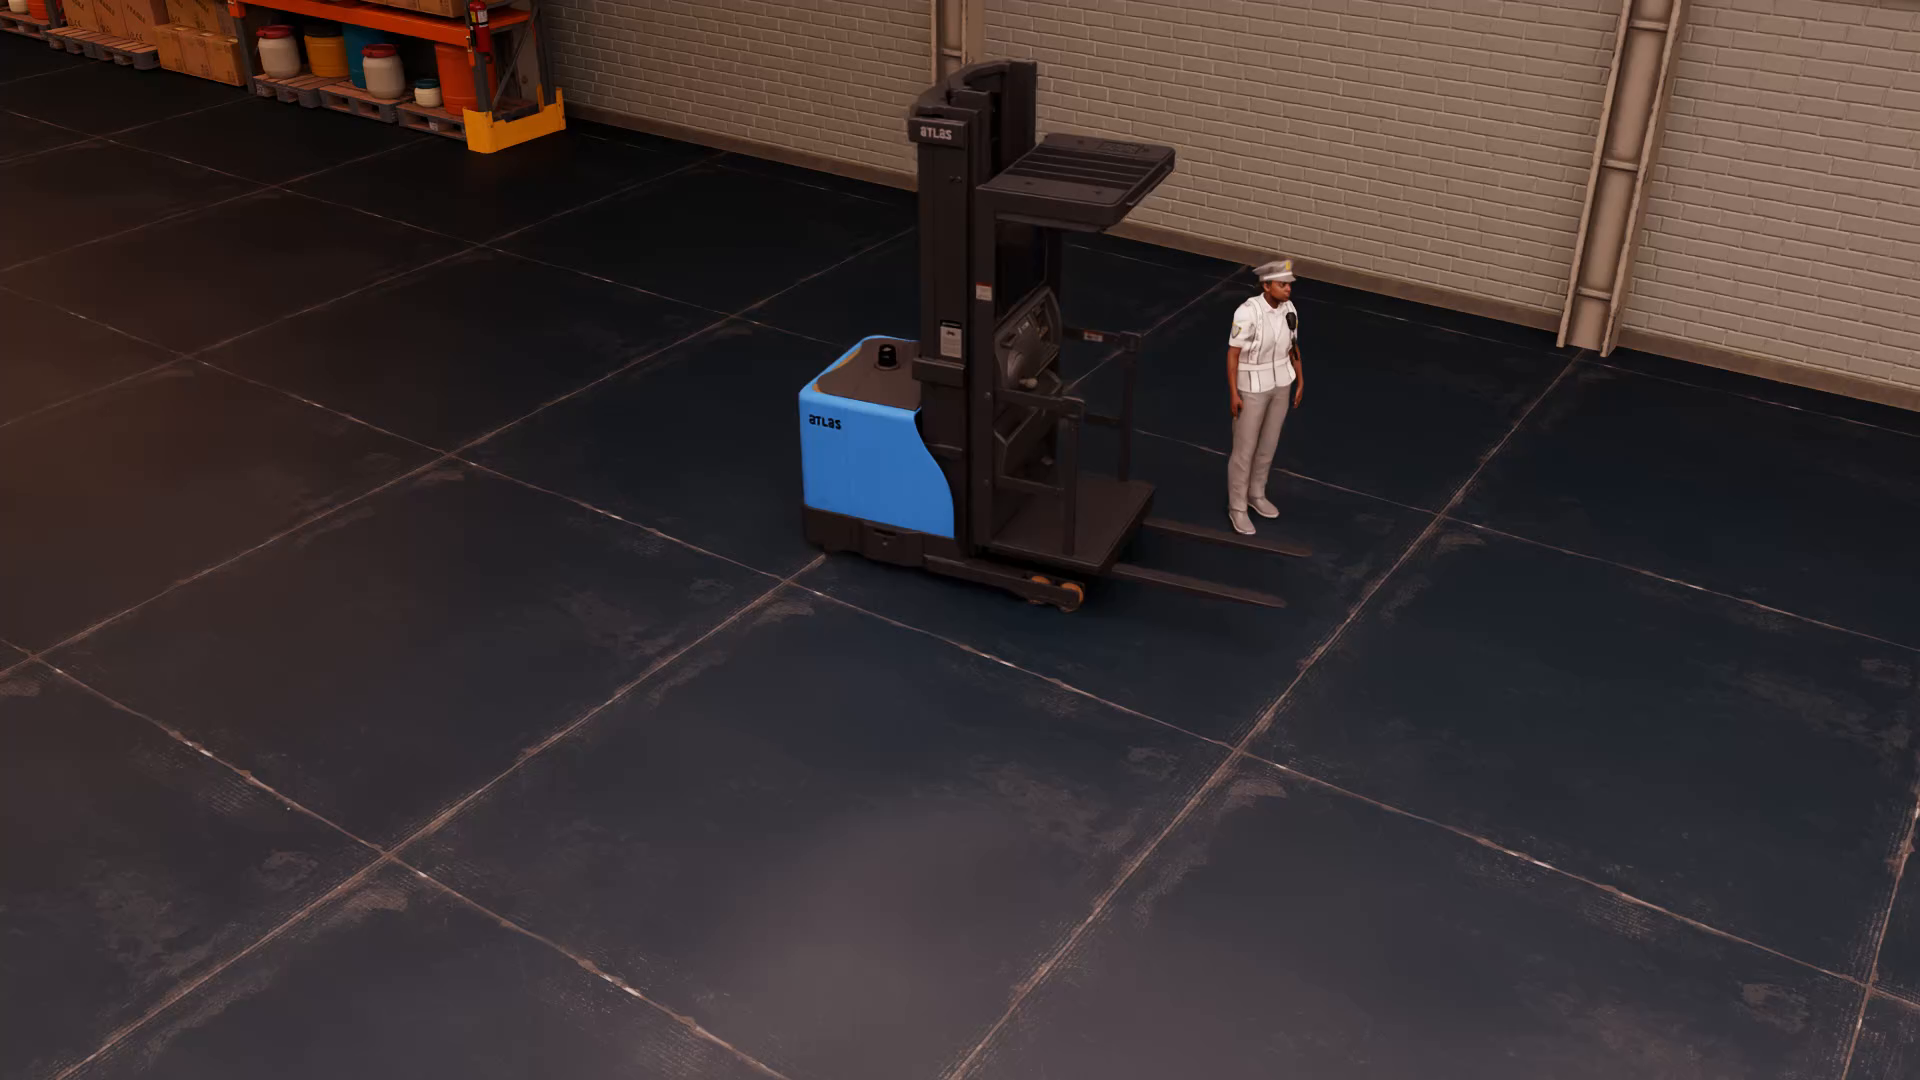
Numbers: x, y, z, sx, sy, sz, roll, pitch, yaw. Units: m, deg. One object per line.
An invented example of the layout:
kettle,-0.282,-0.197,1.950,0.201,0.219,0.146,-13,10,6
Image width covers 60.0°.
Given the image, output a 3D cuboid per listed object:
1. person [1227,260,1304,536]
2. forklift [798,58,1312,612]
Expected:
person,1.934,-0.922,10.390,0.554,1.695,0.527,-14,33,-22
forklift,0.580,-1.151,9.564,3.031,2.935,1.130,12,32,20
